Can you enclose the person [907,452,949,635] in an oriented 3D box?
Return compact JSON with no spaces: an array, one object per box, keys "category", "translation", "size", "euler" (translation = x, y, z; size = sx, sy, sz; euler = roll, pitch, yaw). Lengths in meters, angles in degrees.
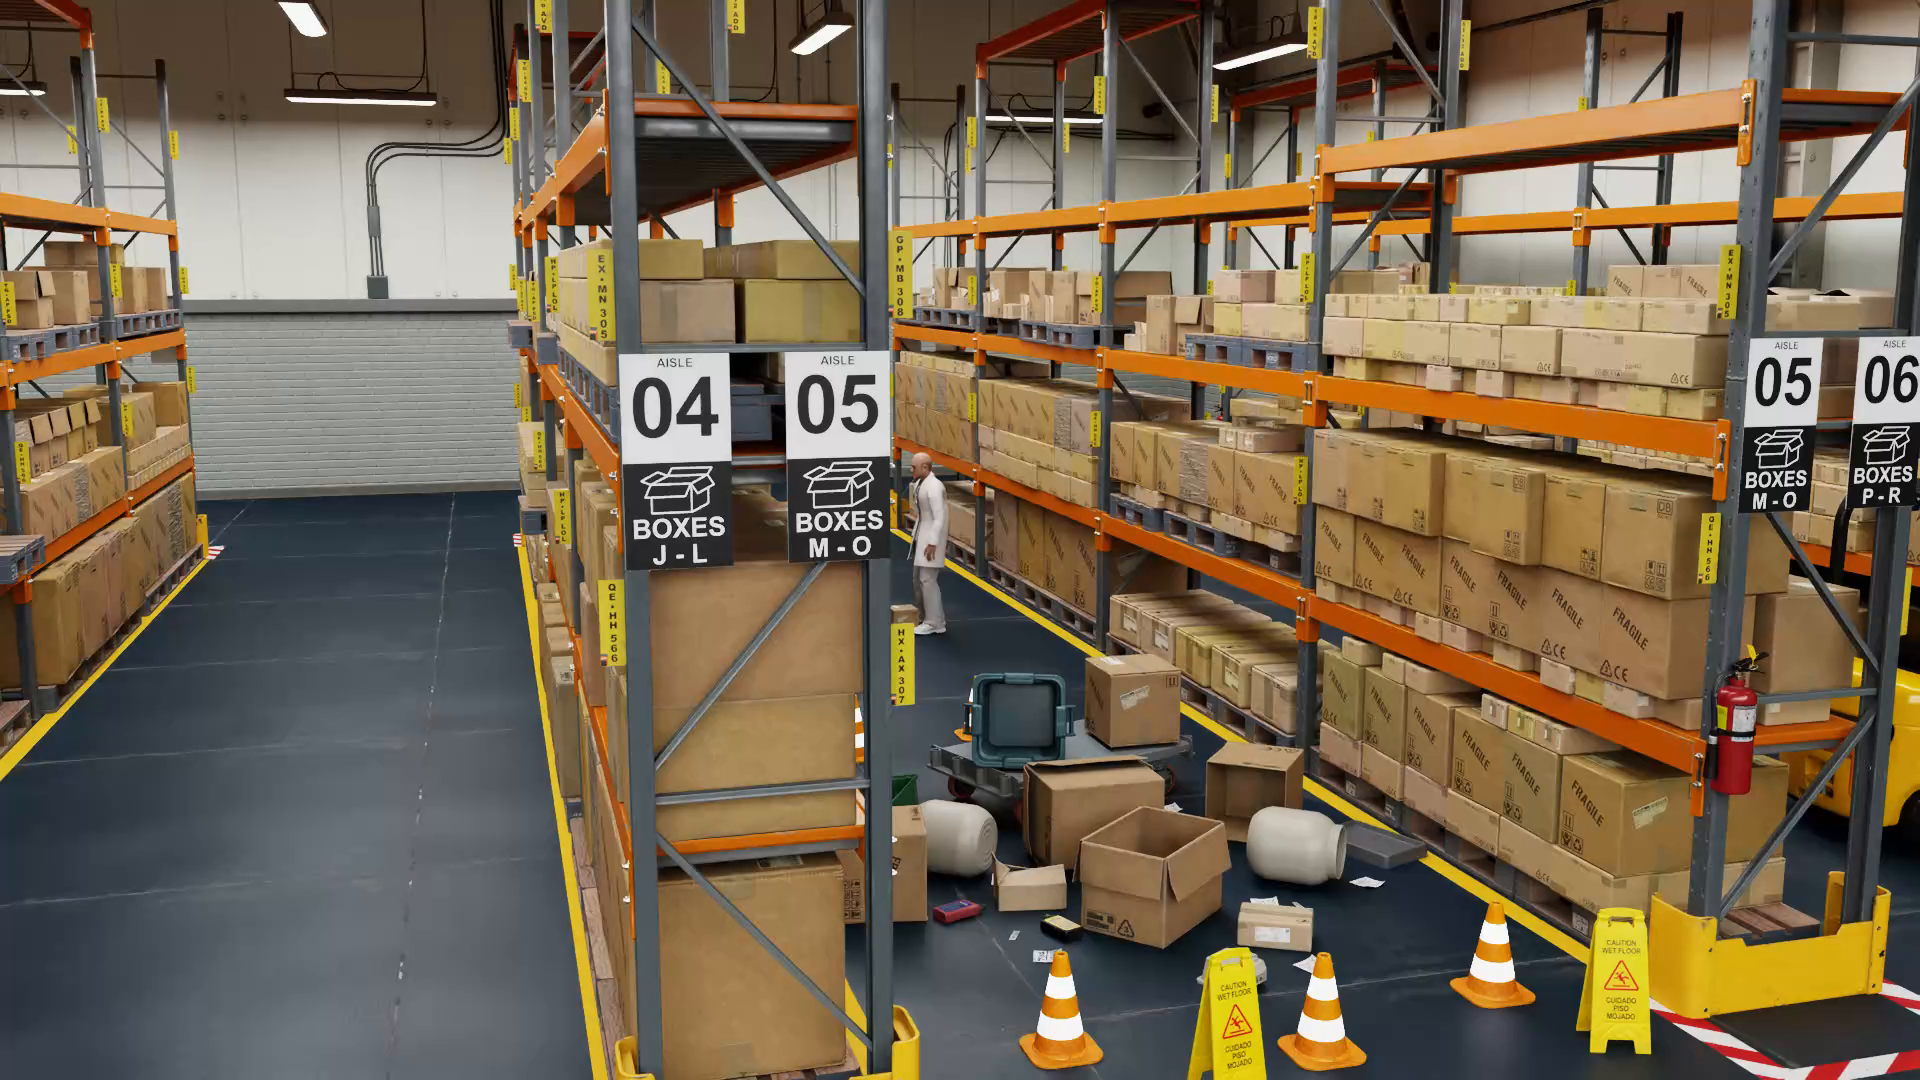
[{"category":"person","translation":[-0.325,0.021,16.285],"size":[0.418,1.774,0.646],"euler":[-3,9,-16]}]
